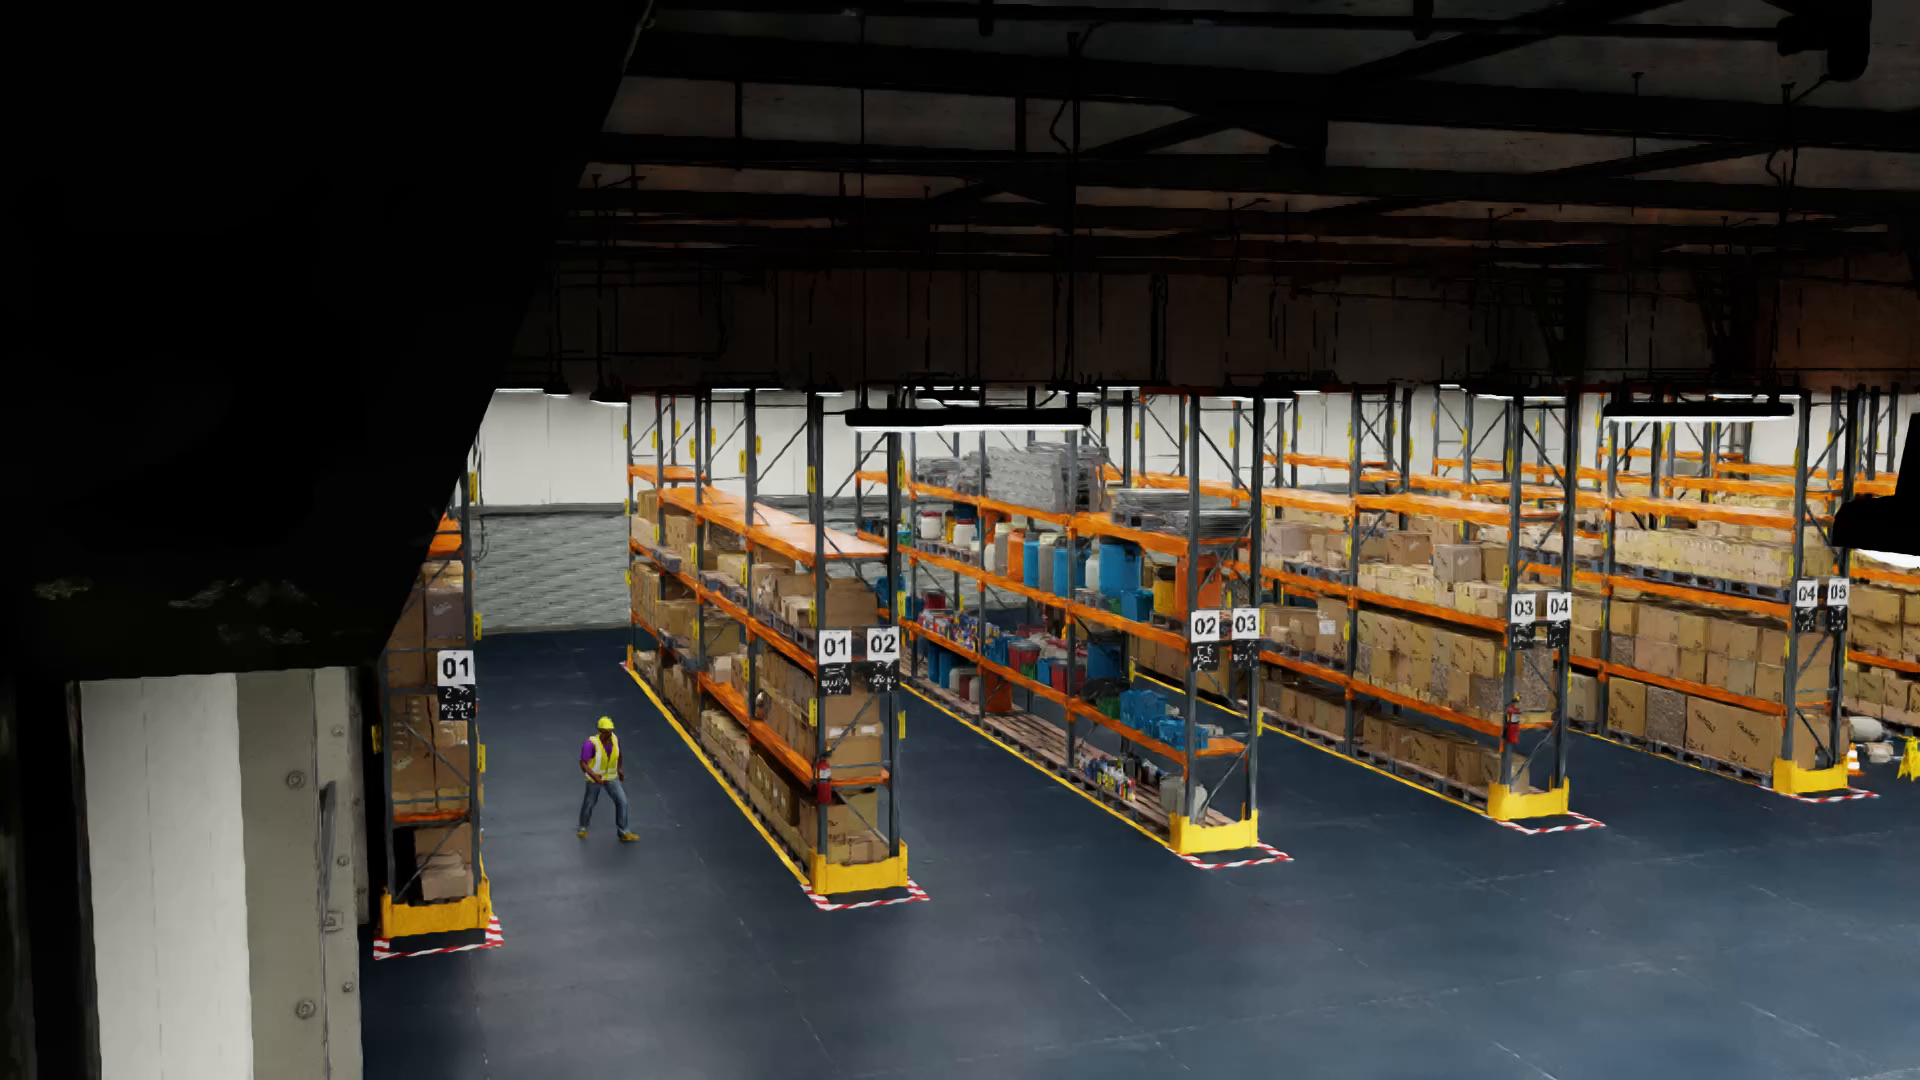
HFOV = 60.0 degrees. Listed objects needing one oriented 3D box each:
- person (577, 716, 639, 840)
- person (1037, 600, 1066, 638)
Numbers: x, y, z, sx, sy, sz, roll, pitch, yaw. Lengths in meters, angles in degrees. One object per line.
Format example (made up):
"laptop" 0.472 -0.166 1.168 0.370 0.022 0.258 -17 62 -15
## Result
"person" -4.794 3.183 22.279 0.708 1.703 0.843 -4 7 -36
"person" 2.054 1.687 36.710 0.729 1.734 0.546 -2 6 -19
